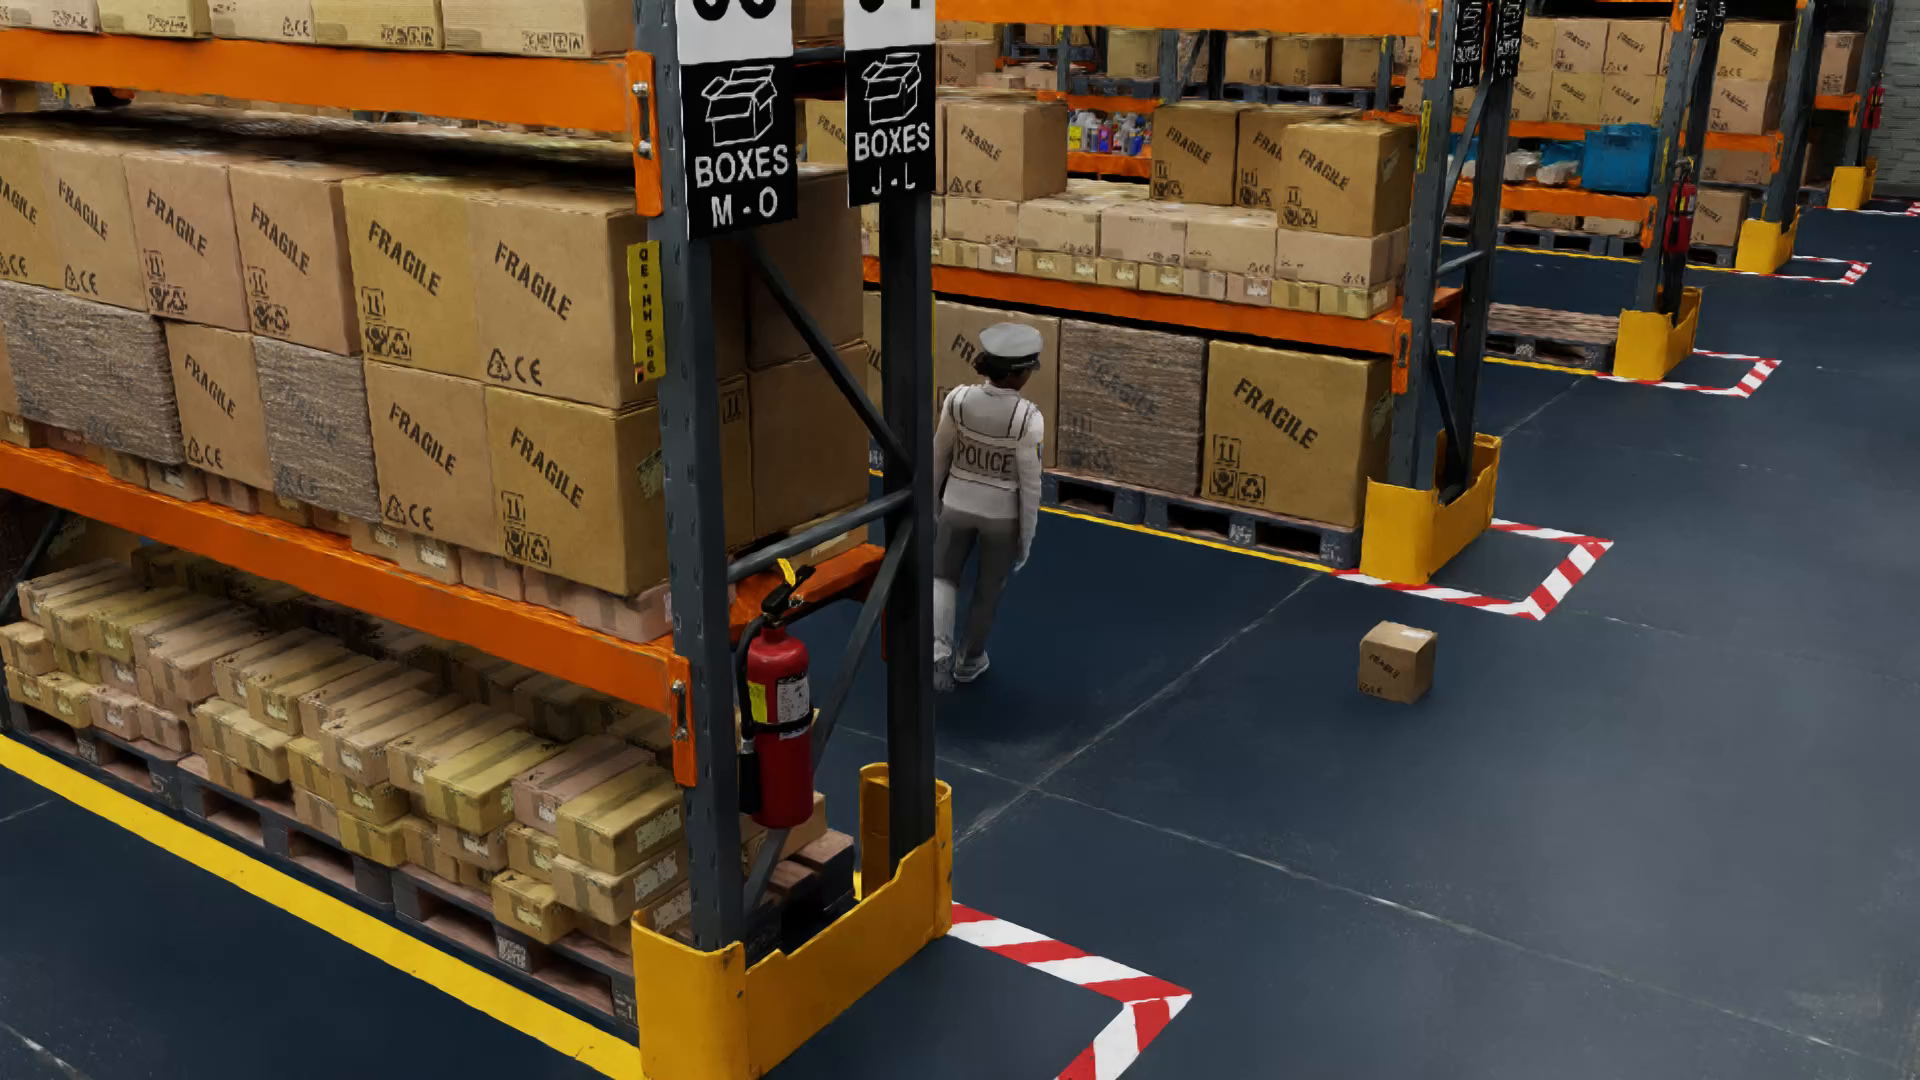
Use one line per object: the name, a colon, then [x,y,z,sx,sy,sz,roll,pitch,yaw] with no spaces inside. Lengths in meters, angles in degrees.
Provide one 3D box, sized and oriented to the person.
person: [0.102,-0.099,6.877,0.527,1.630,0.732,7,21,17]
